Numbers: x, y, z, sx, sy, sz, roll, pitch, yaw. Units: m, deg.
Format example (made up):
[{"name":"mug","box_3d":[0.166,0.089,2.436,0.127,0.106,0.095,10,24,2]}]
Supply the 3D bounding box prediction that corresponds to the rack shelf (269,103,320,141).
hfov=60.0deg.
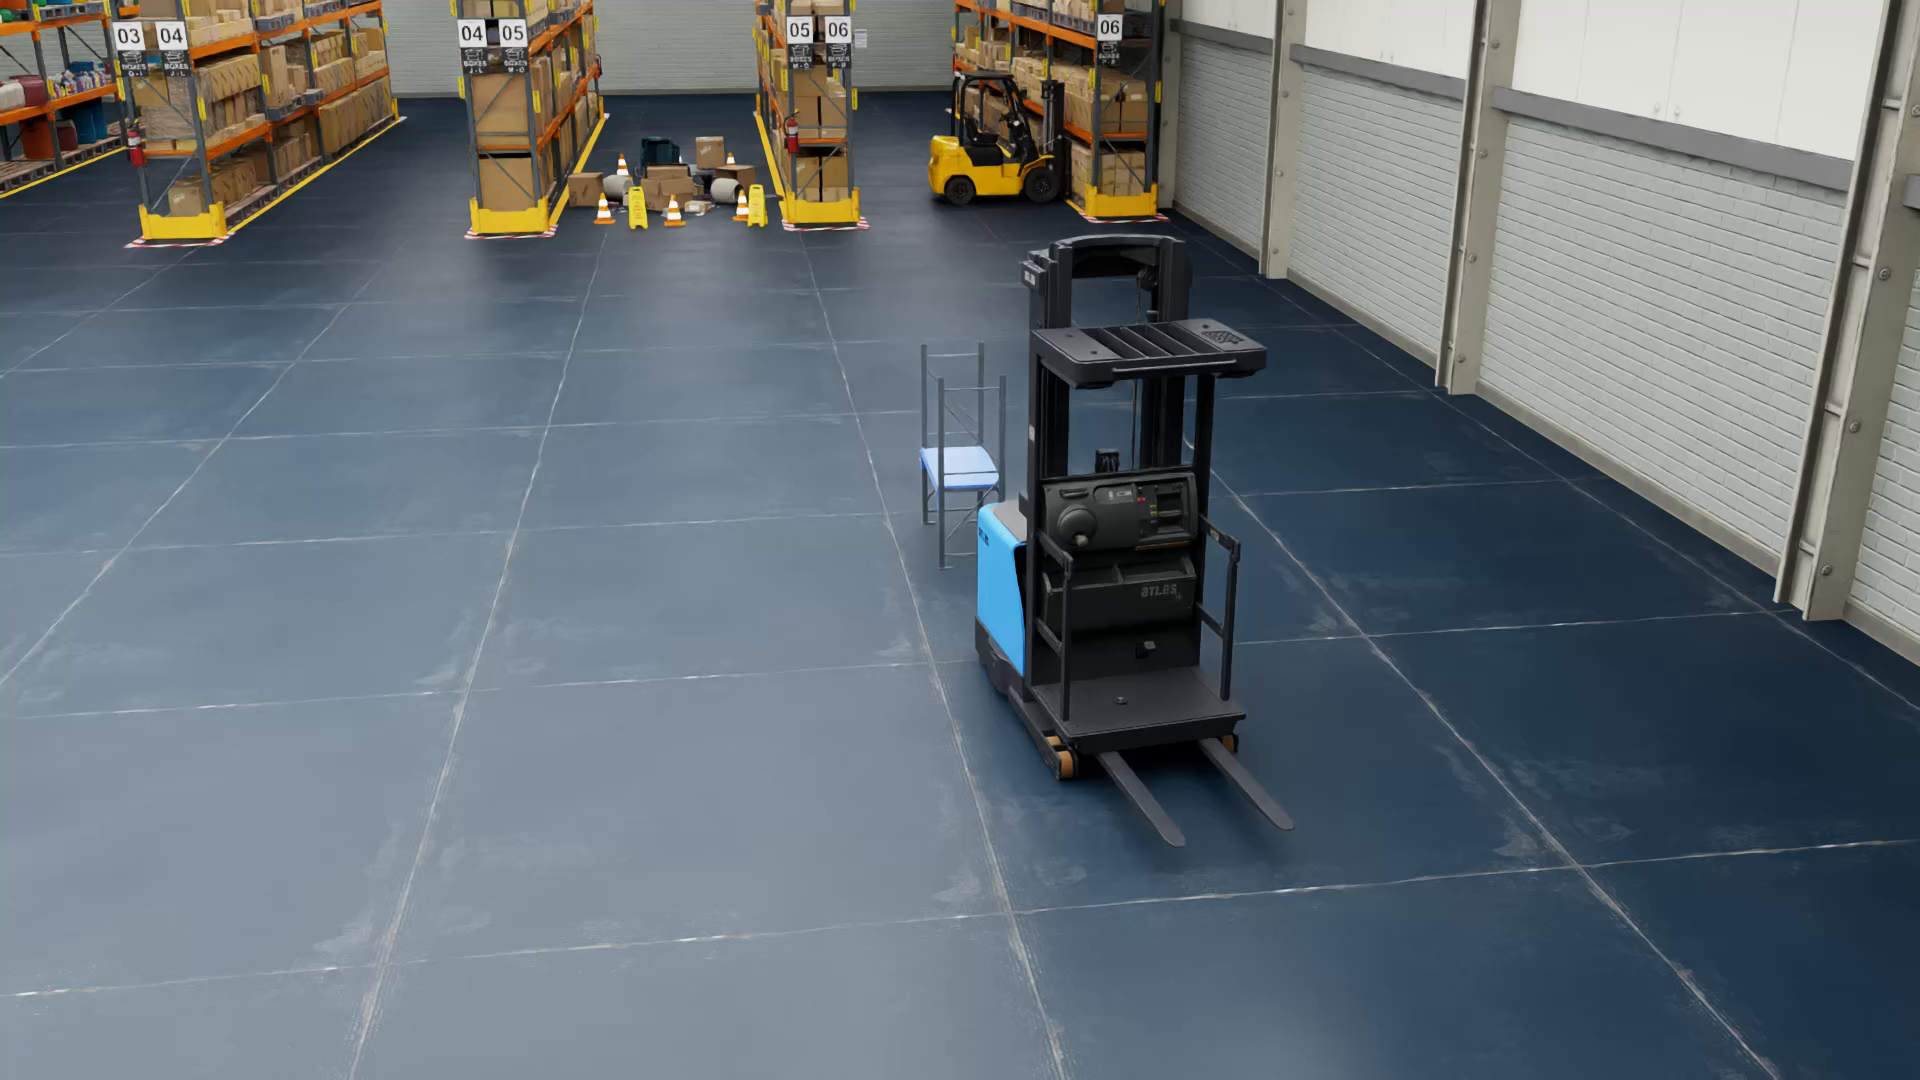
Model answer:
[{"name":"rack shelf","box_3d":[-12.898,-7.845,30.963,1.077,0.370,4.000,-3,21,-8]}]

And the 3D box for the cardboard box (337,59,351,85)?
[{"name":"cardboard box","box_3d":[-13.360,-9.987,35.525,0.500,0.500,0.500,-2,21,-6]}]

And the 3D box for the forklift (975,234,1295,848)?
[{"name":"forklift","box_3d":[0.995,-0.151,9.433,1.130,2.935,3.031,-6,21,-15]}]

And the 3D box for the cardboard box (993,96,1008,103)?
[{"name":"cardboard box","box_3d":[0.961,-9.929,37.558,0.380,0.149,0.250,-3,21,-9]}]

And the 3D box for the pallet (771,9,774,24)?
[{"name":"pallet","box_3d":[-2.939,-9.885,31.377,1.213,0.211,1.003,-3,21,-8]}]

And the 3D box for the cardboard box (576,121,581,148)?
[{"name":"cardboard box","box_3d":[-8.113,-8.374,34.321,0.500,0.500,0.500,-4,21,-10]}]

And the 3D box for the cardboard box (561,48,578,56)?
[{"name":"cardboard box","box_3d":[-8.589,-10.704,36.496,0.380,0.149,0.250,-2,21,-5]}]

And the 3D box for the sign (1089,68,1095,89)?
[{"name":"sign","box_3d":[2.146,-7.487,26.982,0.100,0.325,0.005,-3,21,-8]}]

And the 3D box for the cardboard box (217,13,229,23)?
[{"name":"cardboard box","box_3d":[-12.081,-8.458,26.931,0.380,0.149,0.250,-2,21,-5]}]

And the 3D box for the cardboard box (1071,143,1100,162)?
[{"name":"cardboard box","box_3d":[2.148,-6.728,28.843,0.500,0.250,0.500,-3,21,-7]}]

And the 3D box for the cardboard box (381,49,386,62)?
[{"name":"cardboard box","box_3d":[-14.007,-11.559,39.668,0.500,0.250,0.500,-3,21,-9]}]

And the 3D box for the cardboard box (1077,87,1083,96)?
[{"name":"cardboard box","box_3d":[2.205,-7.670,28.394,0.380,0.149,0.250,-4,21,-10]}]

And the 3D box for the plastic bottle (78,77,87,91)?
[{"name":"plastic bottle","box_3d":[-18.109,-9.404,34.284,0.152,0.276,0.135,-3,21,-8]}]

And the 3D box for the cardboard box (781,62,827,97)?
[{"name":"cardboard box","box_3d":[-2.516,-7.425,26.813,0.700,0.500,0.500,-3,21,-9]}]

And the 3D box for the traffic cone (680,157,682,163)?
[{"name":"traffic cone","box_3d":[-5.398,-7.210,31.859,0.336,0.463,0.334,-3,21,-8]}]

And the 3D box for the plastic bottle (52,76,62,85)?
[{"name":"plastic bottle","box_3d":[-18.690,-9.460,34.434,0.152,0.276,0.135,-3,21,-8]}]

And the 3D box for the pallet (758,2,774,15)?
[{"name":"pallet","box_3d":[-3.525,-10.912,34.127,1.213,0.211,1.003,-2,21,-5]}]

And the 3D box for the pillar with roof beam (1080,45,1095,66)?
[{"name":"pillar with roof beam","box_3d":[-1.648,-11.814,31.985,9.100,9.000,0.400,-3,21,-8]}]

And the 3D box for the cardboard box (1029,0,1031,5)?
[{"name":"cardboard box","box_3d":[1.538,-10.405,32.116,0.380,0.149,0.250,-3,21,-8]}]

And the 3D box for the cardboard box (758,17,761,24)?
[{"name":"cardboard box","box_3d":[-4.573,-12.288,39.330,0.380,0.149,0.250,-3,21,-9]}]

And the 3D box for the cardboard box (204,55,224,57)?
[{"name":"cardboard box","box_3d":[-12.796,-7.976,28.287,0.500,0.500,0.500,-3,21,-8]}]

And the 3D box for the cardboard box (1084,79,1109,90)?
[{"name":"cardboard box","box_3d":[2.294,-7.633,27.871,0.380,0.149,0.250,-2,21,-7]}]

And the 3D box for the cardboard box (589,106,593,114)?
[{"name":"cardboard box","box_3d":[-8.797,-10.063,38.922,0.380,0.149,0.250,-3,21,-8]}]

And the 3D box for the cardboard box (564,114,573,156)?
[{"name":"cardboard box","box_3d":[-8.264,-8.018,33.011,1.050,0.750,0.750,-3,21,-8]}]

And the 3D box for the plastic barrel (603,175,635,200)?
[{"name":"plastic barrel","box_3d":[-6.005,-6.183,29.165,0.512,0.421,0.421,12,24,30]}]

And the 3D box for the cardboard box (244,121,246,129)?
[{"name":"cardboard box","box_3d":[-12.232,-6.962,27.928,0.380,0.149,0.250,-3,21,-8]}]

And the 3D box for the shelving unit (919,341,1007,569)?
[{"name":"shelving unit","box_3d":[0.012,-0.673,12.875,0.538,1.500,1.048,-3,21,-8]}]

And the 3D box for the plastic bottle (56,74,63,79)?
[{"name":"plastic bottle","box_3d":[-18.921,-9.646,34.932,0.152,0.276,0.135,-3,21,-8]}]

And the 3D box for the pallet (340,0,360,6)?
[{"name":"pallet","box_3d":[-13.870,-11.907,36.650,1.003,0.211,1.213,-3,21,-8]}]

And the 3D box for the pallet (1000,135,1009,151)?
[{"name":"pallet","box_3d":[1.462,-8.580,35.888,1.003,0.211,1.213,-3,21,-8]}]

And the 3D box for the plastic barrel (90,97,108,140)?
[{"name":"plastic barrel","box_3d":[-18.602,-9.035,35.517,0.600,0.901,0.708,-3,21,-8]}]

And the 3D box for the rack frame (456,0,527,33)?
[{"name":"rack frame","box_3d":[-7.110,-9.131,24.801,1.000,3.000,0.127,-3,21,-8]}]

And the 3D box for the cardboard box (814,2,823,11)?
[{"name":"cardboard box","box_3d":[-2.196,-8.747,27.281,0.380,0.149,0.250,-3,21,-8]}]

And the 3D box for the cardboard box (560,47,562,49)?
[{"name":"cardboard box","box_3d":[-9.189,-10.814,37.316,0.500,0.500,0.500,-3,21,-8]}]

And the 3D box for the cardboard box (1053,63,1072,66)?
[{"name":"cardboard box","box_3d":[2.020,-9.344,32.877,0.380,0.149,0.250,-2,21,-6]}]

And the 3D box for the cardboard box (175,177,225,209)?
[{"name":"cardboard box","box_3d":[-12.226,-5.553,26.769,0.500,0.500,0.500,2,21,6]}]

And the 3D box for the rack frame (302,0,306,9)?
[{"name":"rack frame","box_3d":[-13.186,-11.685,31.641,1.000,3.000,0.127,-3,21,-8]}]

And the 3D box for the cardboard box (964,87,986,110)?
[{"name":"cardboard box","box_3d":[0.458,-10.908,41.105,0.700,0.500,0.500,-2,21,-6]}]

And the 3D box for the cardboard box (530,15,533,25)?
[{"name":"cardboard box","box_3d":[-6.915,-8.161,26.109,0.380,0.149,0.250,-3,21,-8]}]

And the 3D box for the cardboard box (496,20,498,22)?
[{"name":"cardboard box","box_3d":[-7.713,-8.477,26.956,0.380,0.149,0.250,-3,21,-7]}]

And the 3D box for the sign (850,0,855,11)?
[{"name":"sign","box_3d":[-1.689,-8.447,26.009,0.100,0.325,0.005,-3,21,-8]}]

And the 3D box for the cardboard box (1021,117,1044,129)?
[{"name":"cardboard box","box_3d":[1.710,-8.268,33.860,0.875,0.625,0.625,-2,21,-6]}]

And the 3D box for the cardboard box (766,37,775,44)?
[{"name":"cardboard box","box_3d":[-3.795,-10.233,34.755,0.500,0.500,0.500,-3,21,-7]}]

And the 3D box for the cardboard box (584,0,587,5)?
[{"name":"cardboard box","box_3d":[-8.782,-12.338,37.890,0.500,0.250,0.500,-2,21,-5]}]

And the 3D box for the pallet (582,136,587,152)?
[{"name":"pallet","box_3d":[-8.547,-8.476,35.608,1.003,0.211,1.213,-3,21,-8]}]

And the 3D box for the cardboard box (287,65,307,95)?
[{"name":"cardboard box","box_3d":[-12.889,-8.745,31.601,0.700,0.500,0.500,0,20,0]}]

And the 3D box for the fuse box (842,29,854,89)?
[{"name":"fuse box","box_3d":[-3.269,-13.548,47.043,0.539,1.711,0.414,-3,21,-8]}]

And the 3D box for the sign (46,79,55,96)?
[{"name":"sign","box_3d":[-17.544,-8.732,32.074,0.100,0.325,0.005,-3,21,-8]}]

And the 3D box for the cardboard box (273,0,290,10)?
[{"name":"cardboard box","box_3d":[-12.729,-10.059,30.718,0.500,0.500,0.500,-3,21,-7]}]

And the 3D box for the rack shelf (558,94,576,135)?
[{"name":"rack shelf","box_3d":[-7.975,-8.061,31.539,1.077,0.370,4.000,-3,21,-8]}]

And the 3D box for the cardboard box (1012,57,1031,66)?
[{"name":"cardboard box","box_3d":[1.286,-9.852,34.237,0.380,0.149,0.250,-2,21,-6]}]
